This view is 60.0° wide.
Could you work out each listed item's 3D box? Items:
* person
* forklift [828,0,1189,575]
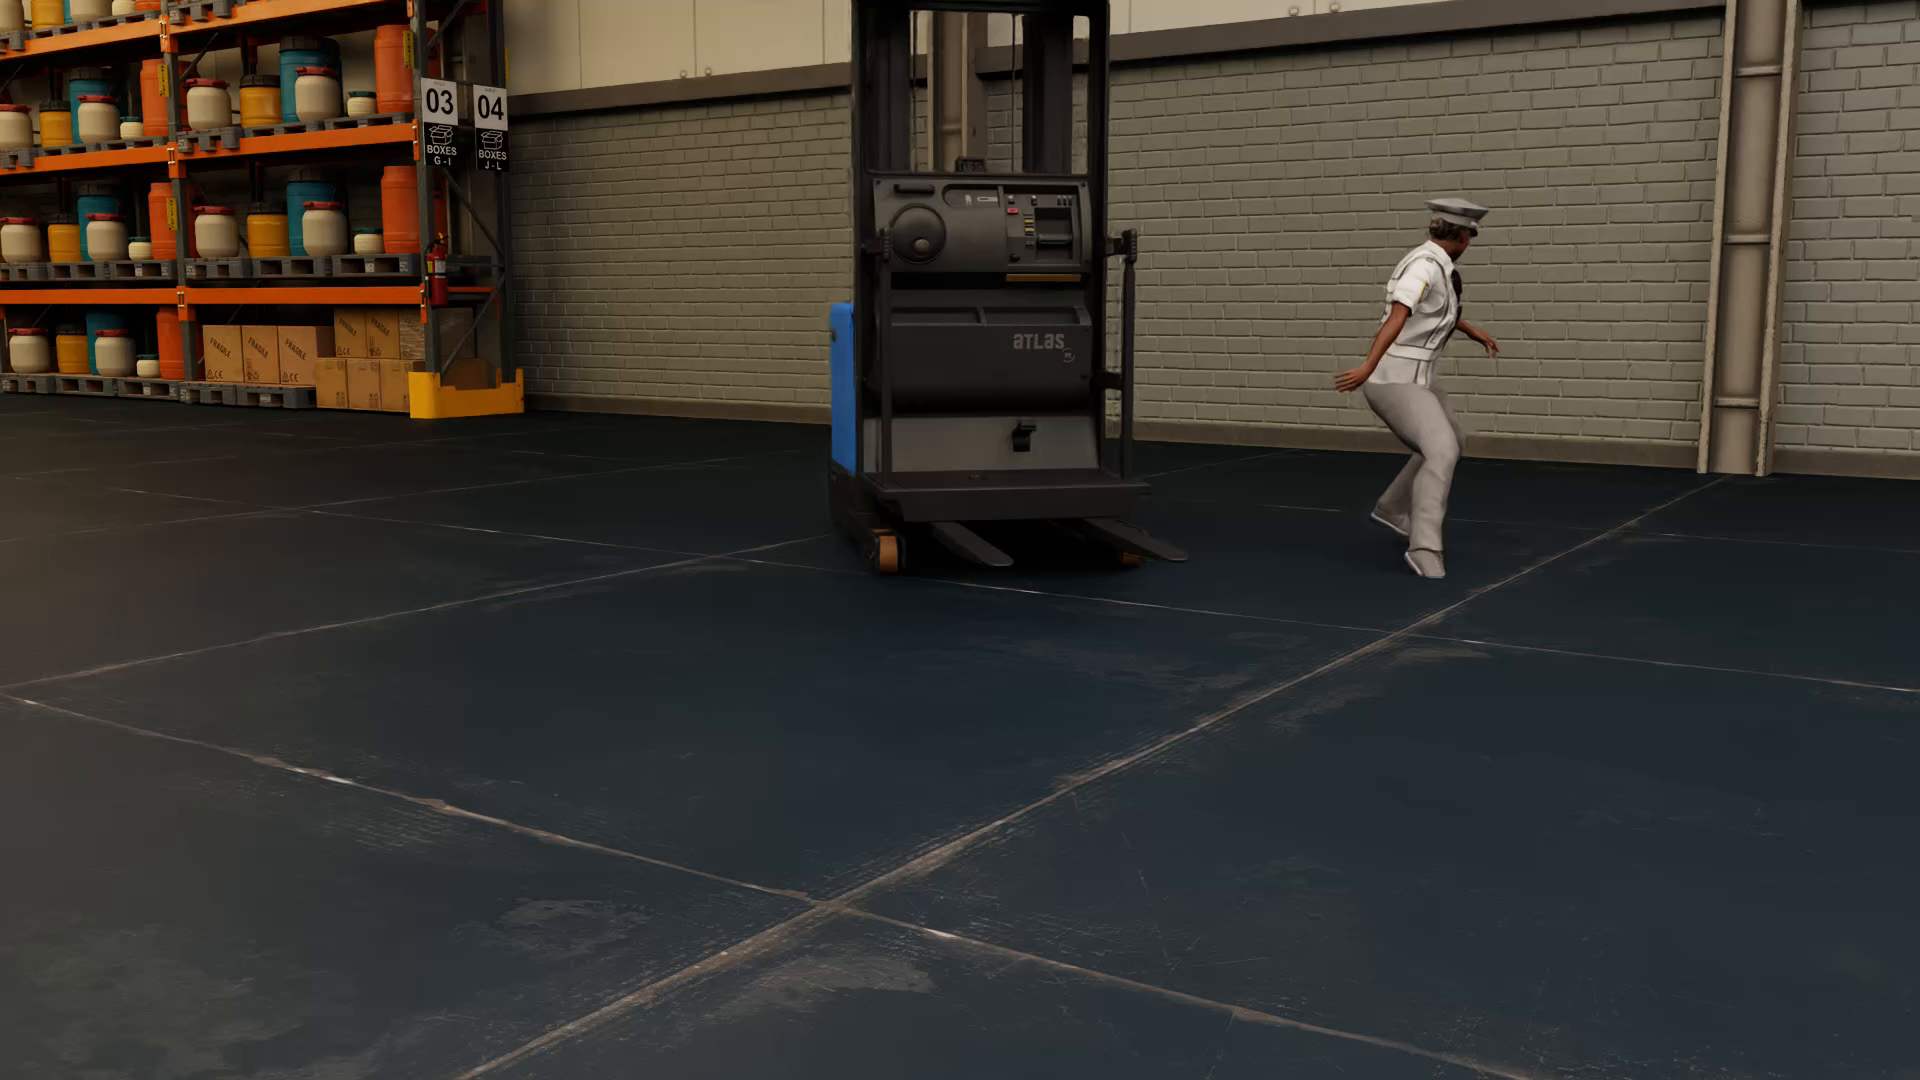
[{"bbox_3d":[1.918,-0.610,6.951,0.532,1.609,1.030,4,9,23],"label":"person"},{"bbox_3d":[0.140,-1.366,6.796,1.130,2.935,3.031,-2,8,-11],"label":"forklift"}]
